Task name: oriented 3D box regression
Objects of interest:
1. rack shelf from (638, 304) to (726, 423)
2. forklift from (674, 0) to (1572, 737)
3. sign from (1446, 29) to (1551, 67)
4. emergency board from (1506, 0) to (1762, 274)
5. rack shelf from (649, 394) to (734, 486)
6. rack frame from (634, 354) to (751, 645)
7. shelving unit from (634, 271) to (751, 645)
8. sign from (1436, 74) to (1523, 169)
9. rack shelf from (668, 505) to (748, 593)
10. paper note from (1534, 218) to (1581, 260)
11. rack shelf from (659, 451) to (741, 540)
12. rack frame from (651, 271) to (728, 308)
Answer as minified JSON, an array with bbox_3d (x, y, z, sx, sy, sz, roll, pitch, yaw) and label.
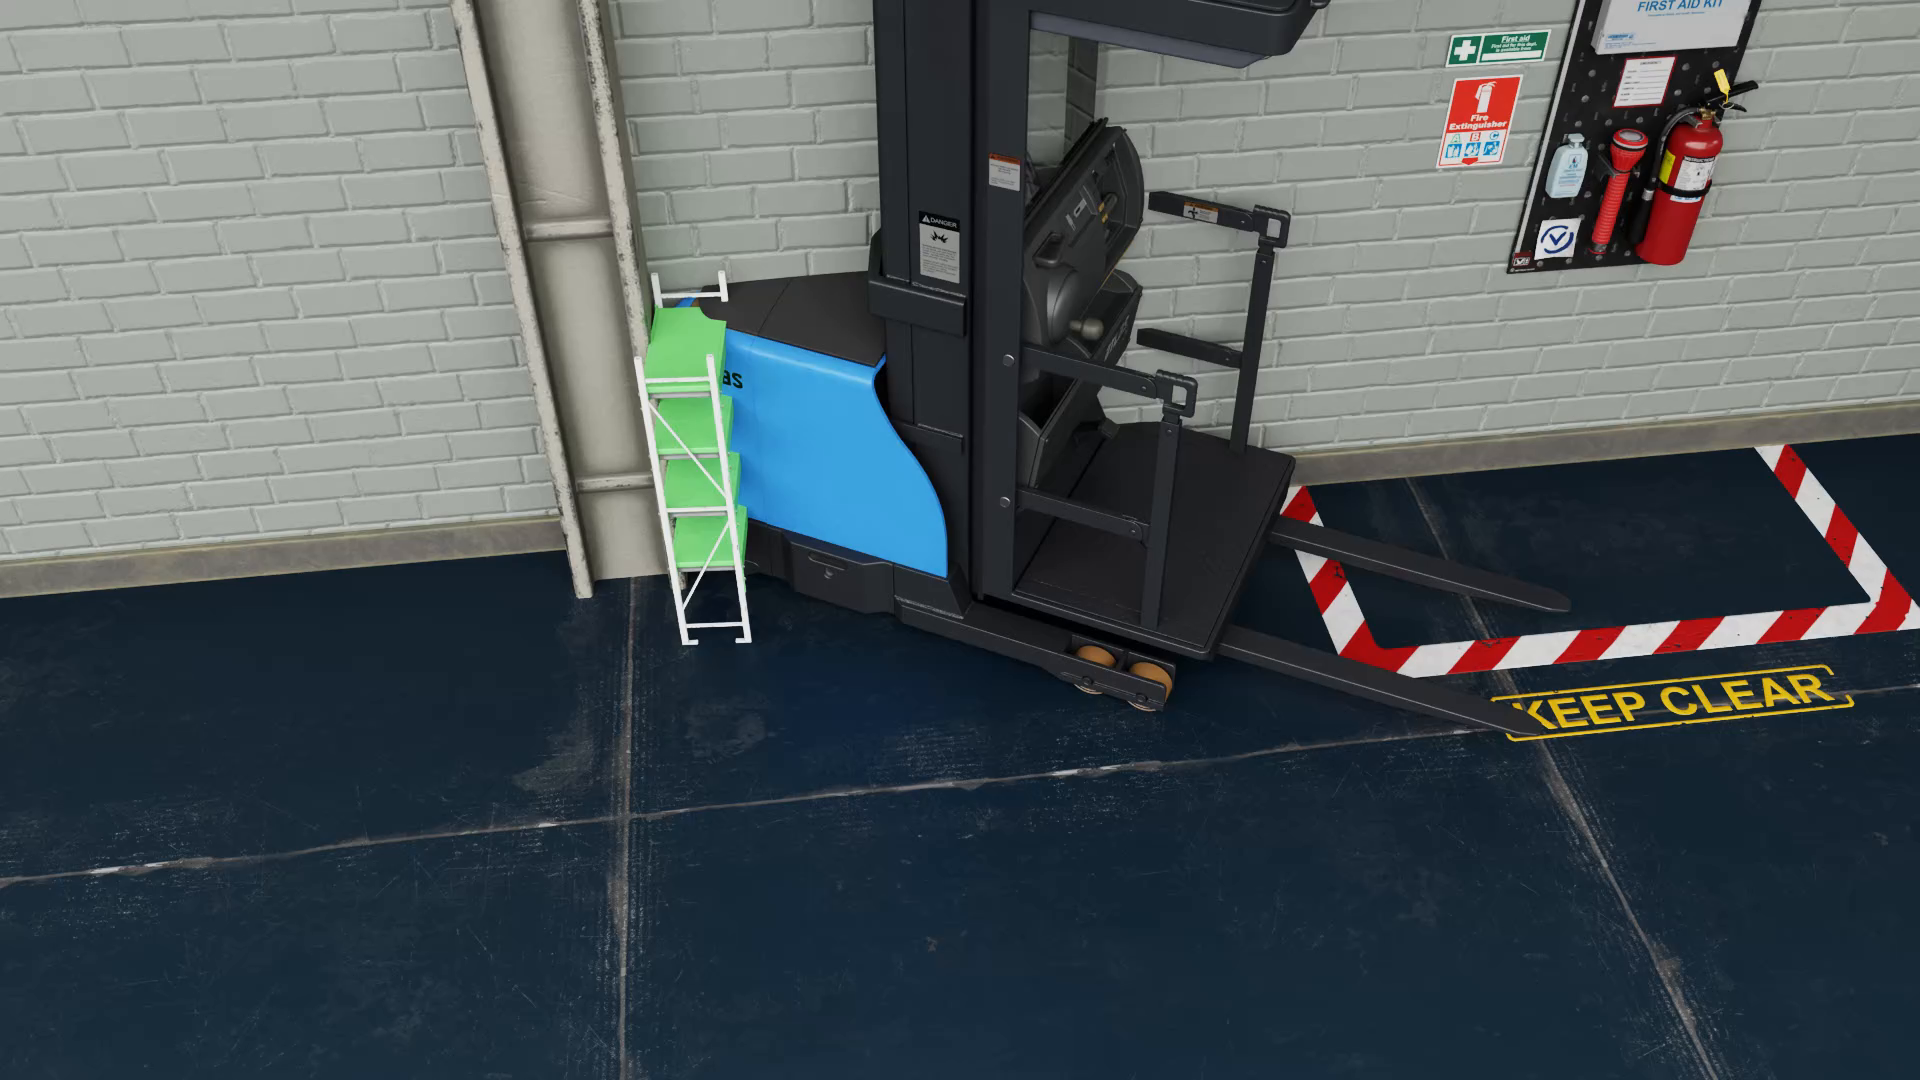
[{"bbox_3d":[-0.877,-0.574,5.366,0.258,0.148,0.480,-2,40,-1],"label":"rack shelf"},{"bbox_3d":[0.573,-0.920,5.081,3.031,2.935,1.130,16,45,17],"label":"forklift"},{"bbox_3d":[1.728,-1.579,5.339,0.331,0.109,0.001,-5,42,-6],"label":"sign"},{"bbox_3d":[2.284,-1.354,5.511,0.643,1.169,0.194,-5,42,-6],"label":"emergency board"},{"bbox_3d":[-0.873,-0.391,5.521,0.258,0.148,0.480,-2,40,-1],"label":"rack shelf"},{"bbox_3d":[-0.862,-0.099,5.449,0.240,1.200,0.015,-2,40,-1],"label":"rack frame"},{"bbox_3d":[-0.871,-0.257,5.635,0.258,1.200,0.503,-2,40,-1],"label":"shelving unit"},{"bbox_3d":[1.722,-1.388,5.522,0.234,0.329,0.001,-5,42,-6],"label":"sign"},{"bbox_3d":[-0.866,-0.025,5.831,0.258,0.148,0.480,-2,40,-1],"label":"rack shelf"},{"bbox_3d":[2.100,-1.057,5.840,0.142,0.148,0.016,-5,42,-6],"label":"paper note"},{"bbox_3d":[-0.870,-0.208,5.676,0.258,0.148,0.480,-2,40,-1],"label":"rack shelf"},{"bbox_3d":[-0.880,-0.414,5.821,0.240,1.200,0.015,-2,40,-1],"label":"rack frame"}]
